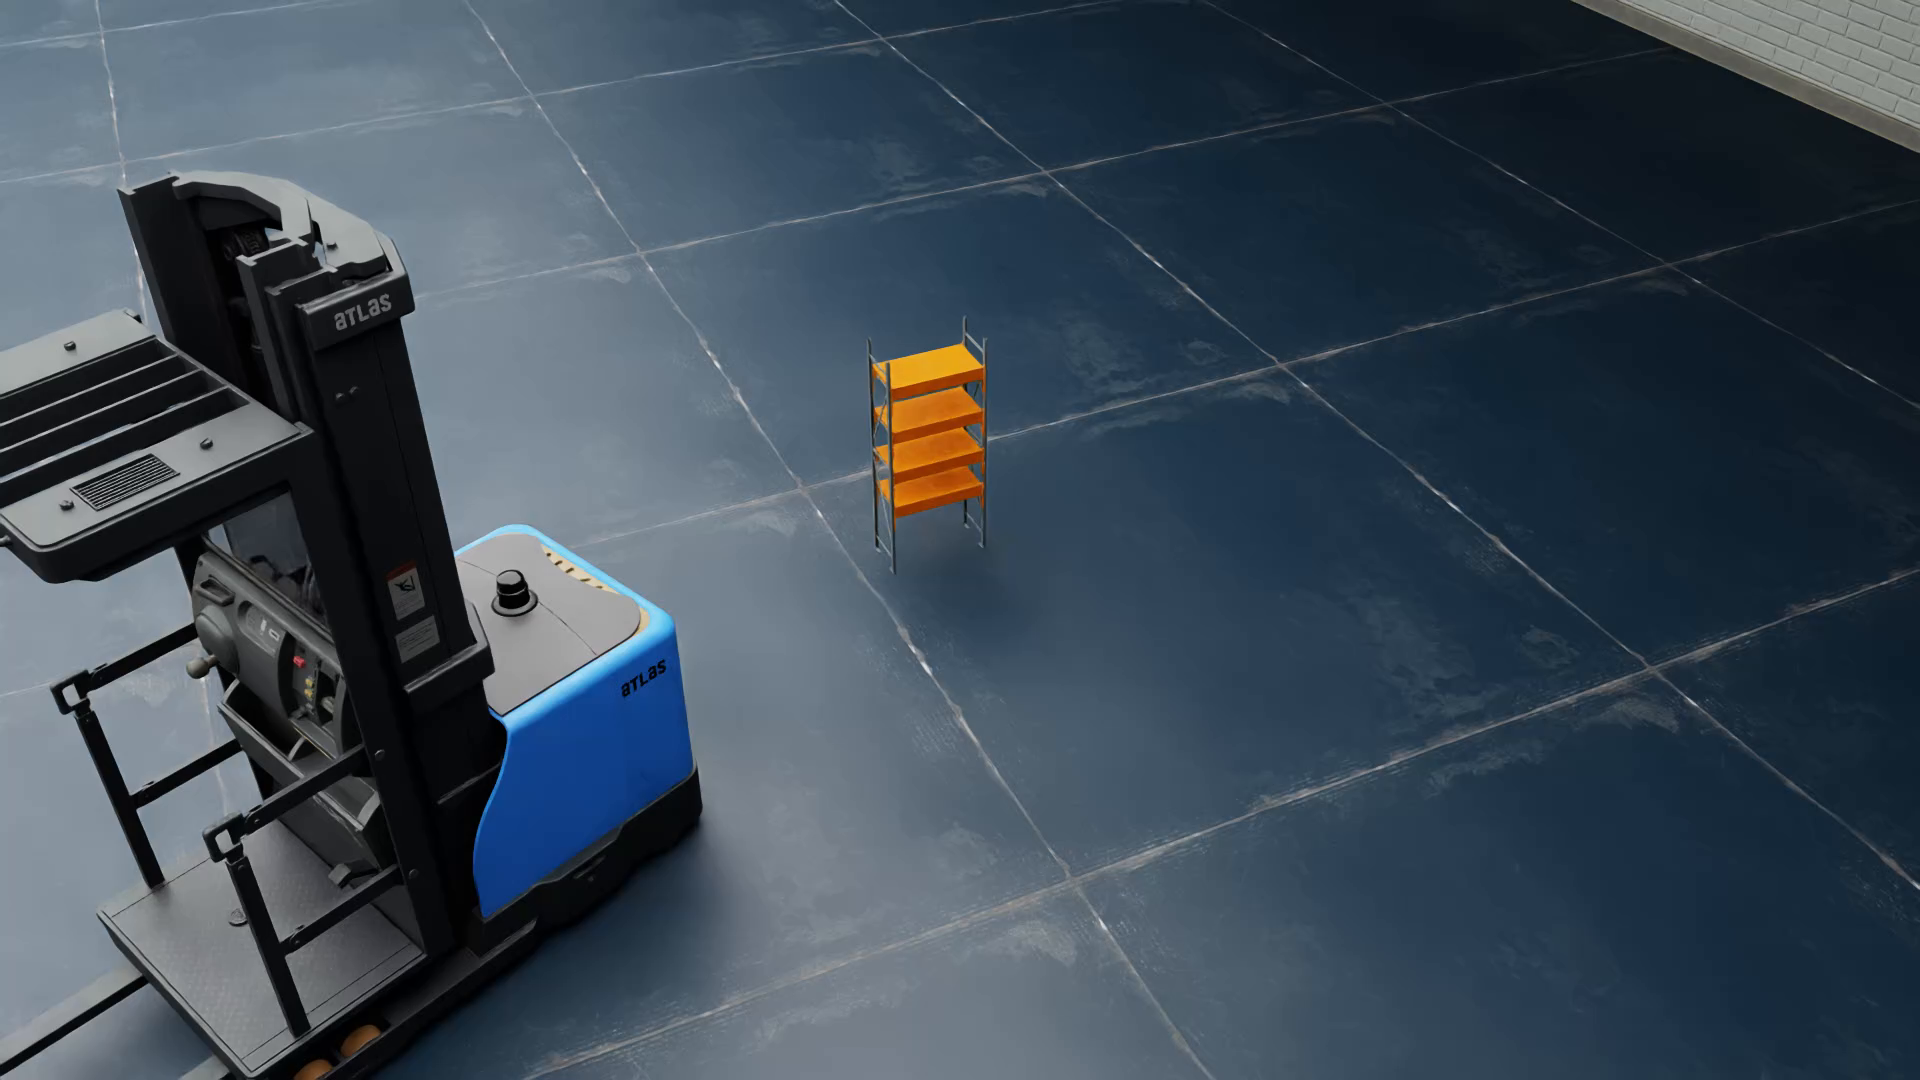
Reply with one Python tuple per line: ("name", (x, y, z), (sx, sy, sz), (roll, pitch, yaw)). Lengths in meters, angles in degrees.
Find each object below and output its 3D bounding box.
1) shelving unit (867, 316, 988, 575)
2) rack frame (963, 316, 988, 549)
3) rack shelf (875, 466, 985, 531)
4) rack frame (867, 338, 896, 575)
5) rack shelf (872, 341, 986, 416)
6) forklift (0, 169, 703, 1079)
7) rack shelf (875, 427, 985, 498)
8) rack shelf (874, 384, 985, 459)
("shelving unit", (-0.150, -0.440, 7.979), (0.503, 1.200, 0.258), (-16, 39, -20))
("rack frame", (0.071, -0.502, 8.062), (0.015, 1.200, 0.240), (-16, 39, -20))
("rack shelf", (-0.150, -0.226, 8.137), (0.480, 0.148, 0.258), (-16, 39, -20))
("rack frame", (-0.371, -0.378, 7.896), (0.015, 1.200, 0.240), (-16, 39, -20))
("rack shelf", (-0.150, -0.756, 7.745), (0.480, 0.148, 0.258), (-16, 39, -20))
("forklift", (-2.404, 0.444, 5.335), (1.130, 2.935, 3.031), (28, 45, 32))
("rack shelf", (-0.150, -0.386, 8.019), (0.480, 0.148, 0.258), (-16, 39, -20))
("rack shelf", (-0.150, -0.566, 7.886), (0.480, 0.148, 0.258), (-16, 39, -20))
